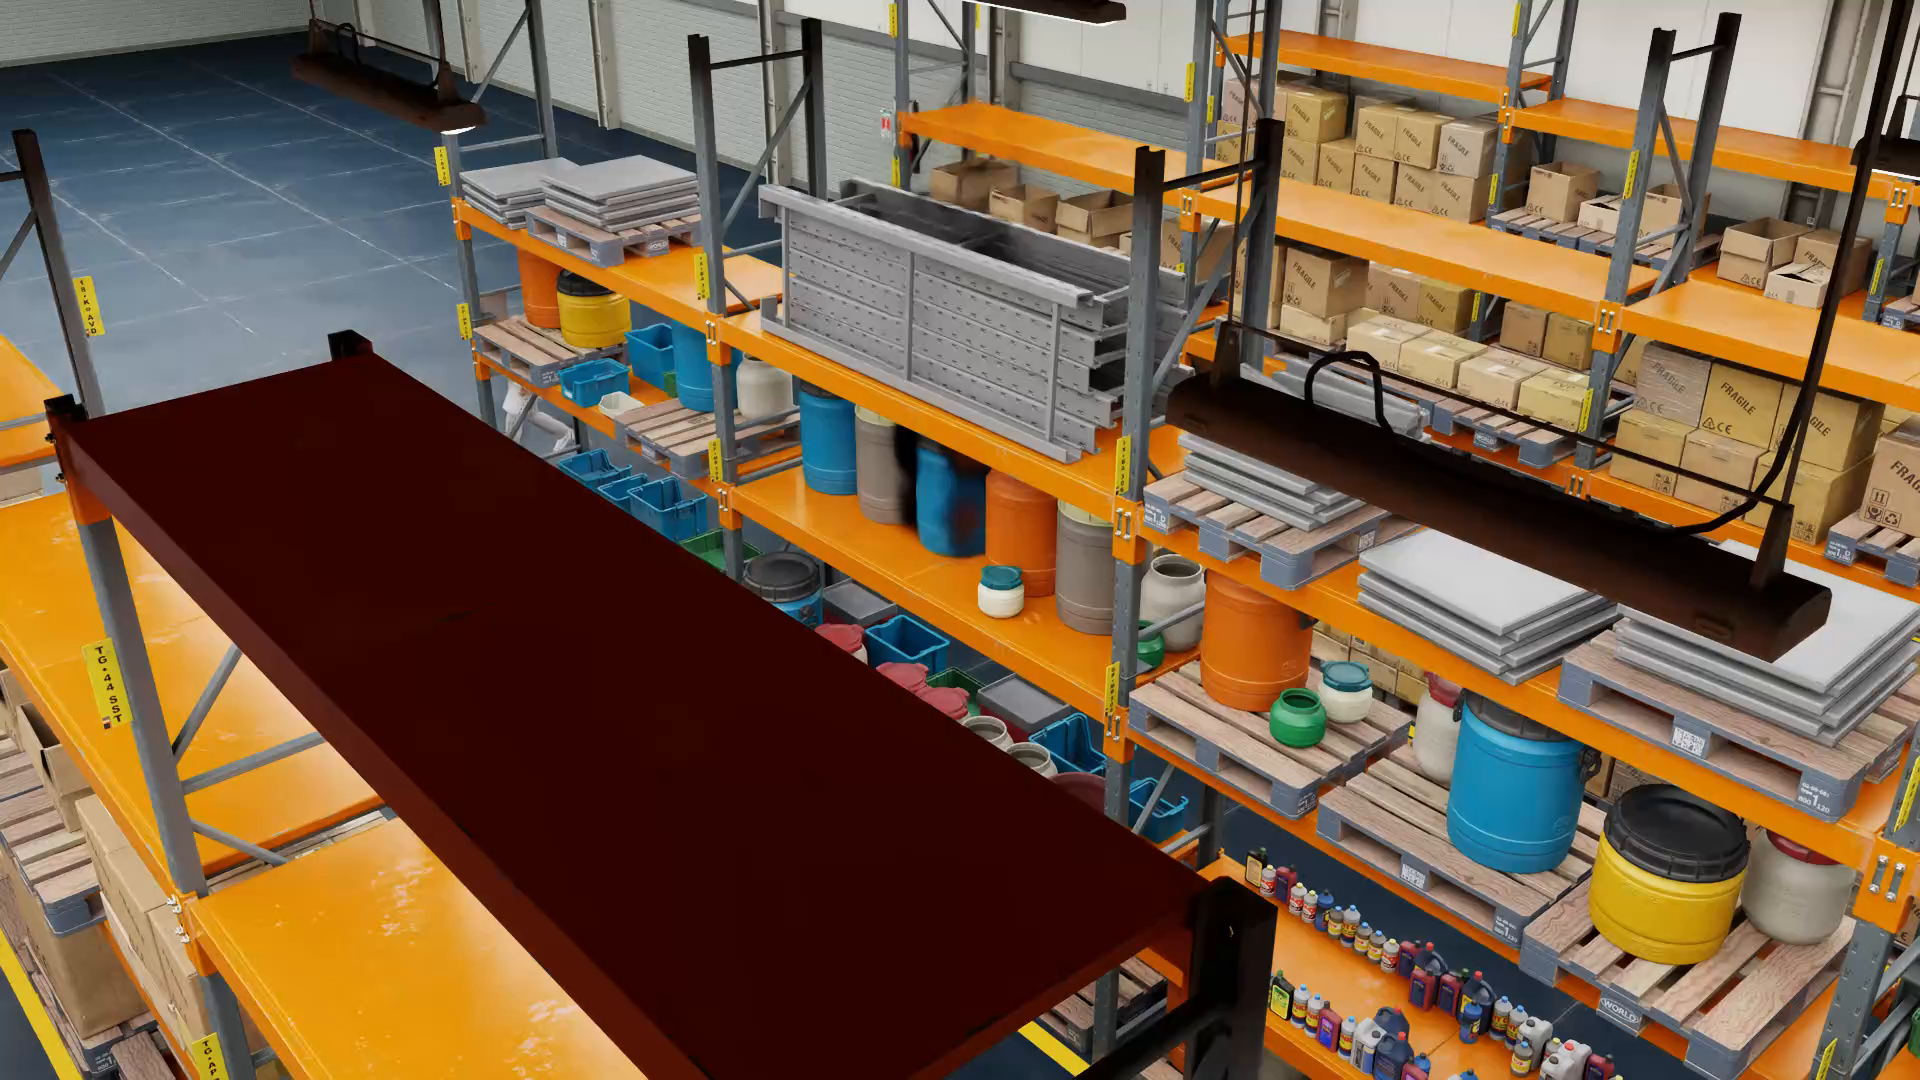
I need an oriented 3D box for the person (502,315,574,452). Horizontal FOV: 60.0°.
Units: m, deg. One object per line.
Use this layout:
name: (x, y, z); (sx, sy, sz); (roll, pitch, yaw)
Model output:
person: (-4.963, -1.709, 18.912); (1.070, 1.773, 0.707); (-9, 28, -17)
